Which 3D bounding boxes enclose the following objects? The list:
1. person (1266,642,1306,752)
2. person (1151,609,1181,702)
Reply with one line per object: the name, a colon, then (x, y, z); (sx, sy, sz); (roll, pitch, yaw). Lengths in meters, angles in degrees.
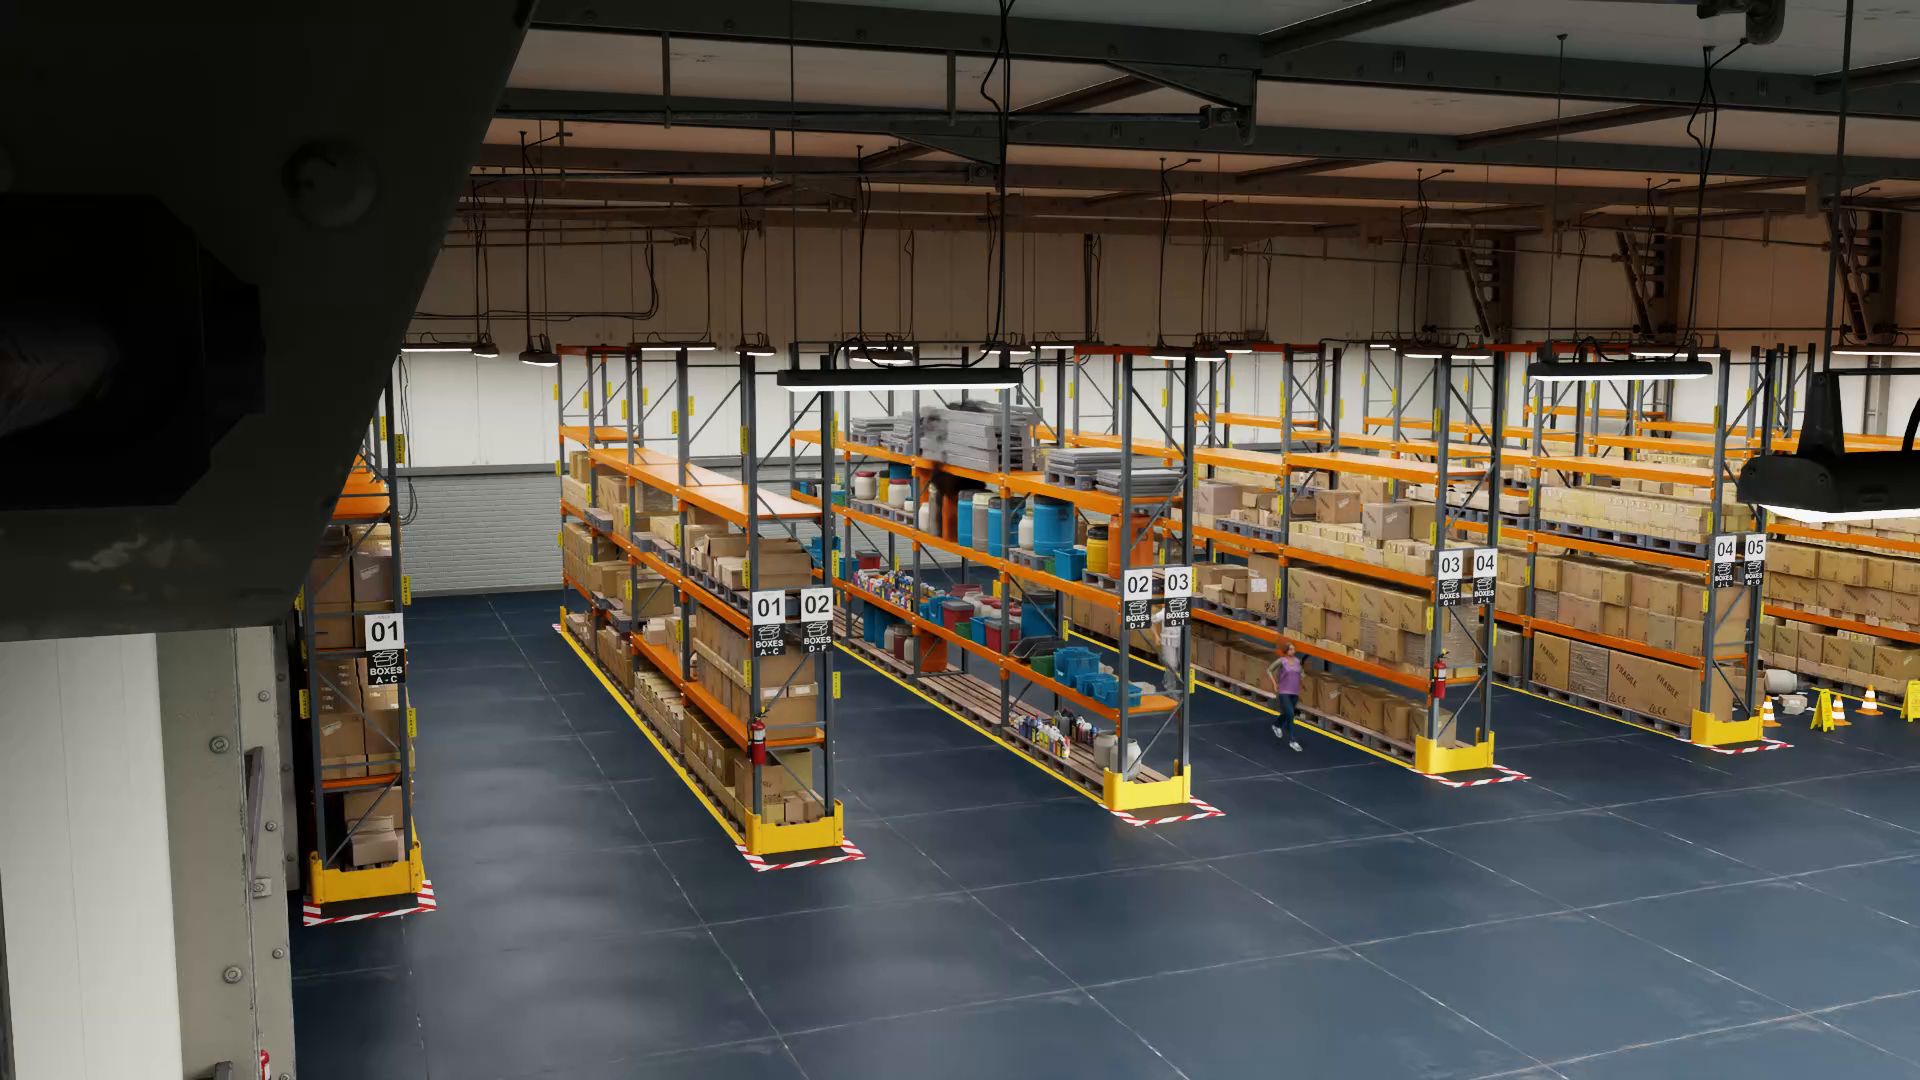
person: (4.963, 2.326, 25.174); (0.531, 1.594, 0.883); (-3, 8, -25)
person: (3.654, 1.819, 28.604); (0.643, 1.833, 0.848); (-3, 8, -24)
